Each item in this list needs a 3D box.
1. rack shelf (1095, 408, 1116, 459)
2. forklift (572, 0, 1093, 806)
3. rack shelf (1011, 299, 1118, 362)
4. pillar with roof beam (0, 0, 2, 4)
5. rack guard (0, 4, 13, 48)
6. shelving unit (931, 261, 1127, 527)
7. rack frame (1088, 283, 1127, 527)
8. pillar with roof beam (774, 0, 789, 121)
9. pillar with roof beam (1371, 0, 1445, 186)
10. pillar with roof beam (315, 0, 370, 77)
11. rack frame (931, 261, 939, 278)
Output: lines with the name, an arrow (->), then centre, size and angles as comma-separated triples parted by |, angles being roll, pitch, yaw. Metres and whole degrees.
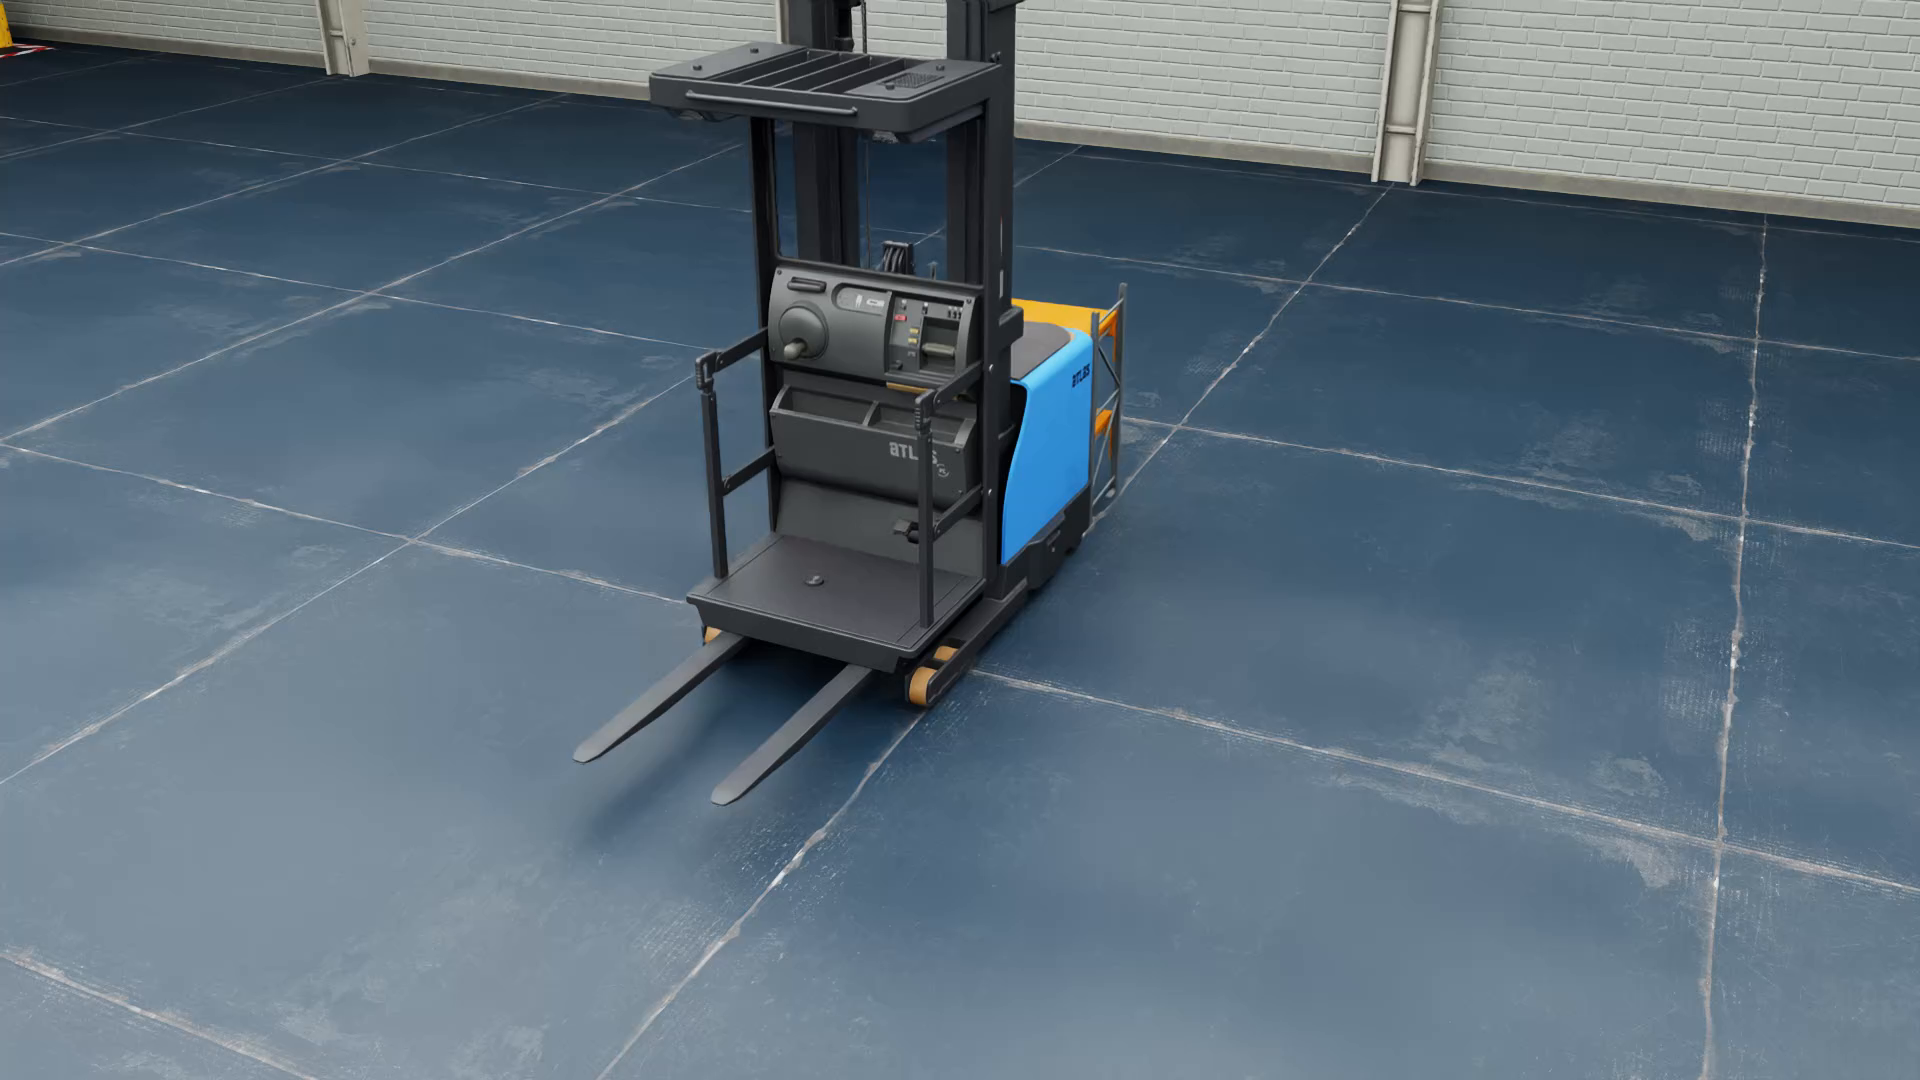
rack shelf -> 0.257, -0.539, 8.624 | 1.000, 0.278, 0.538 | 10, 28, 19
forklift -> -0.463, -0.847, 6.652 | 1.130, 2.935, 3.031 | 12, 29, 23
rack shelf -> 0.257, -1.021, 8.387 | 1.000, 0.278, 0.538 | 10, 28, 19
pillar with roof beam -> -14.295, -8.793, 15.922 | 0.400, 9.000, 9.100 | 11, 28, 22
rack guard -> -12.230, -6.217, 20.312 | 0.348, 0.500, 1.175 | 11, 28, 22
shelving unit -> 0.257, -0.758, 8.516 | 1.048, 1.125, 0.538 | 10, 28, 19
rack frame -> 0.729, -0.675, 8.347 | 0.032, 1.125, 0.500 | 10, 28, 19
pillar with roof beam -> -3.371, -6.599, 11.466 | 0.400, 9.000, 9.100 | 11, 28, 22
pillar with roof beam -> 2.091, -5.502, 9.237 | 0.400, 9.000, 9.100 | 11, 28, 22
pillar with roof beam -> -8.833, -7.696, 13.694 | 0.400, 9.000, 9.100 | 11, 28, 22
rack frame -> -0.215, -0.841, 8.686 | 0.032, 1.125, 0.500 | 10, 28, 19
